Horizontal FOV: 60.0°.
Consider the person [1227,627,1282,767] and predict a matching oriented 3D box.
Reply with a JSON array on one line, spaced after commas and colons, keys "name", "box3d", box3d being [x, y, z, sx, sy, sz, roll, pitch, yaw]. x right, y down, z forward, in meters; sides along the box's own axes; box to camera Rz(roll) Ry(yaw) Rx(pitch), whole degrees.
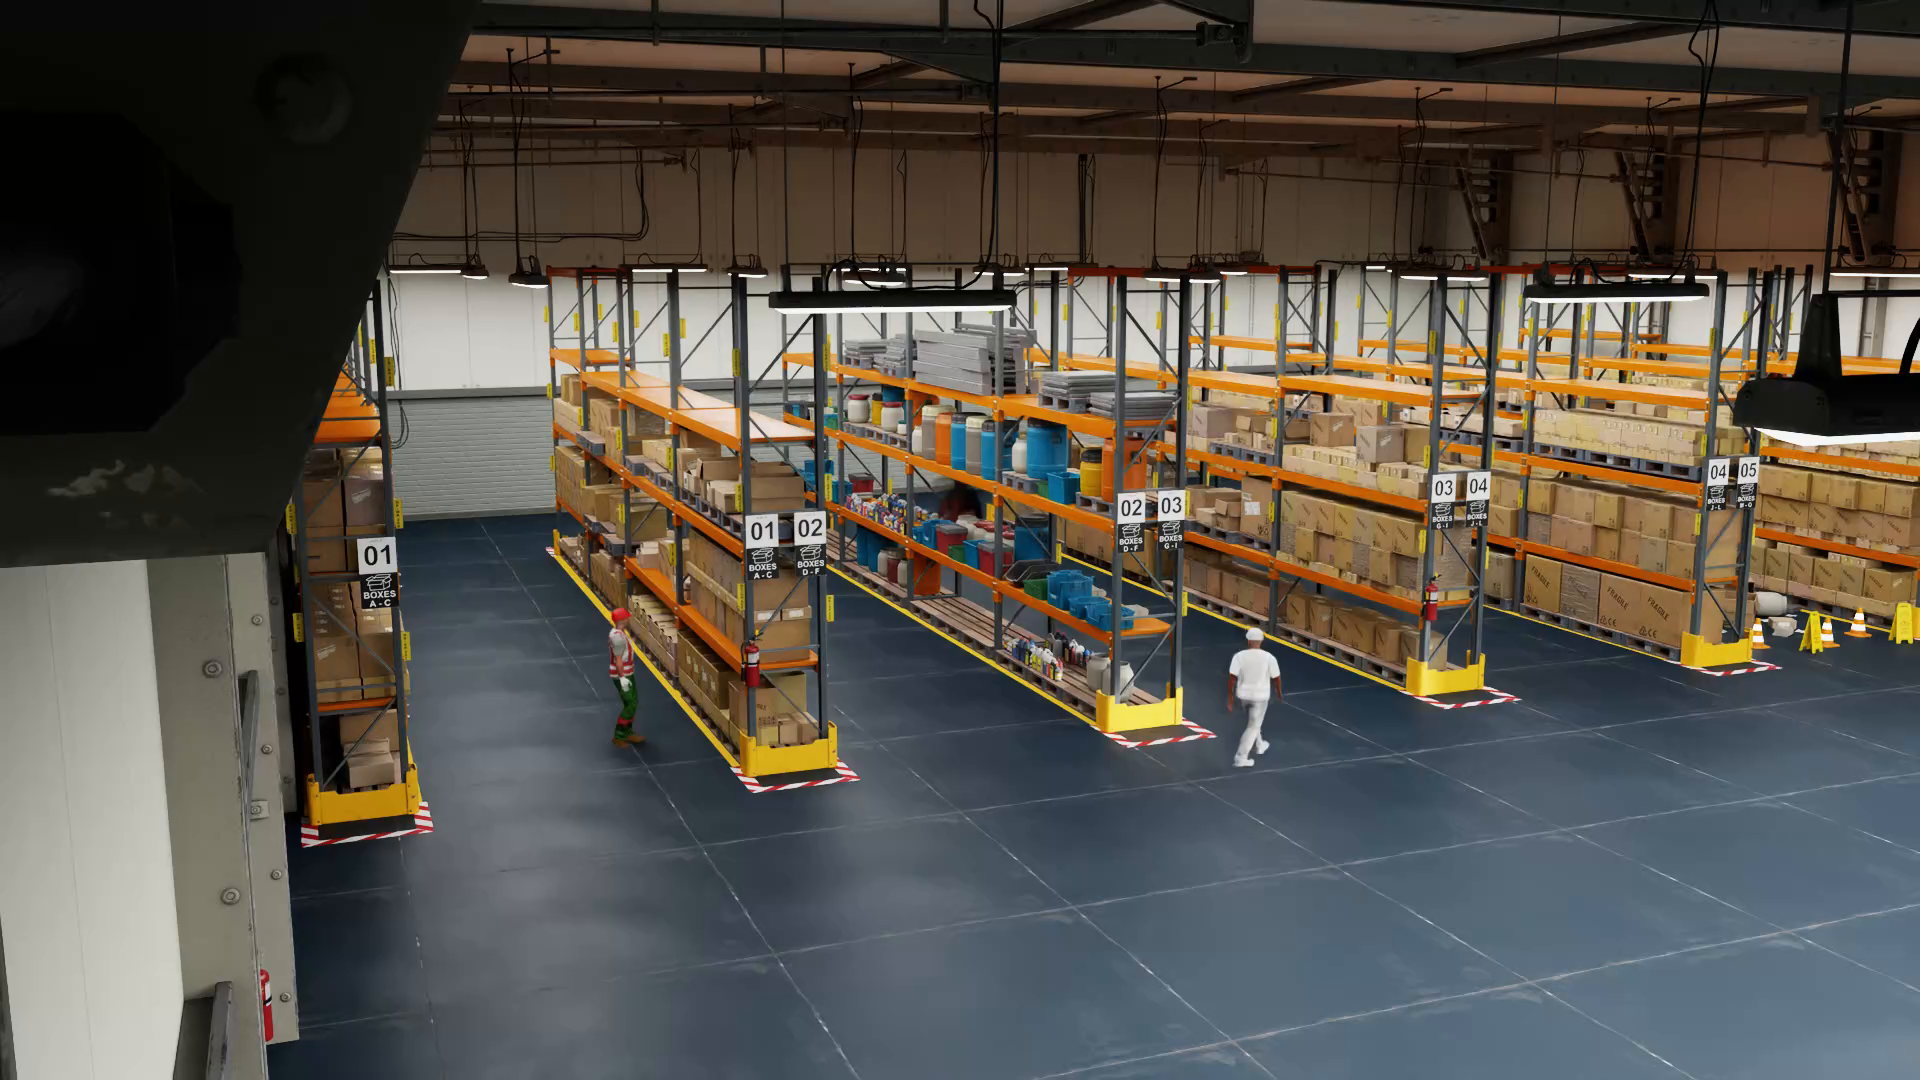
[{"name": "person", "box3d": [3.705, 1.924, 20.664, 0.524, 1.713, 1.042, 9, 13, 42]}]

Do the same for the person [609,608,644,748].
[{"name": "person", "box3d": [-4.331, 1.785, 21.535, 0.433, 1.853, 0.602, 0, 10, -2]}]
